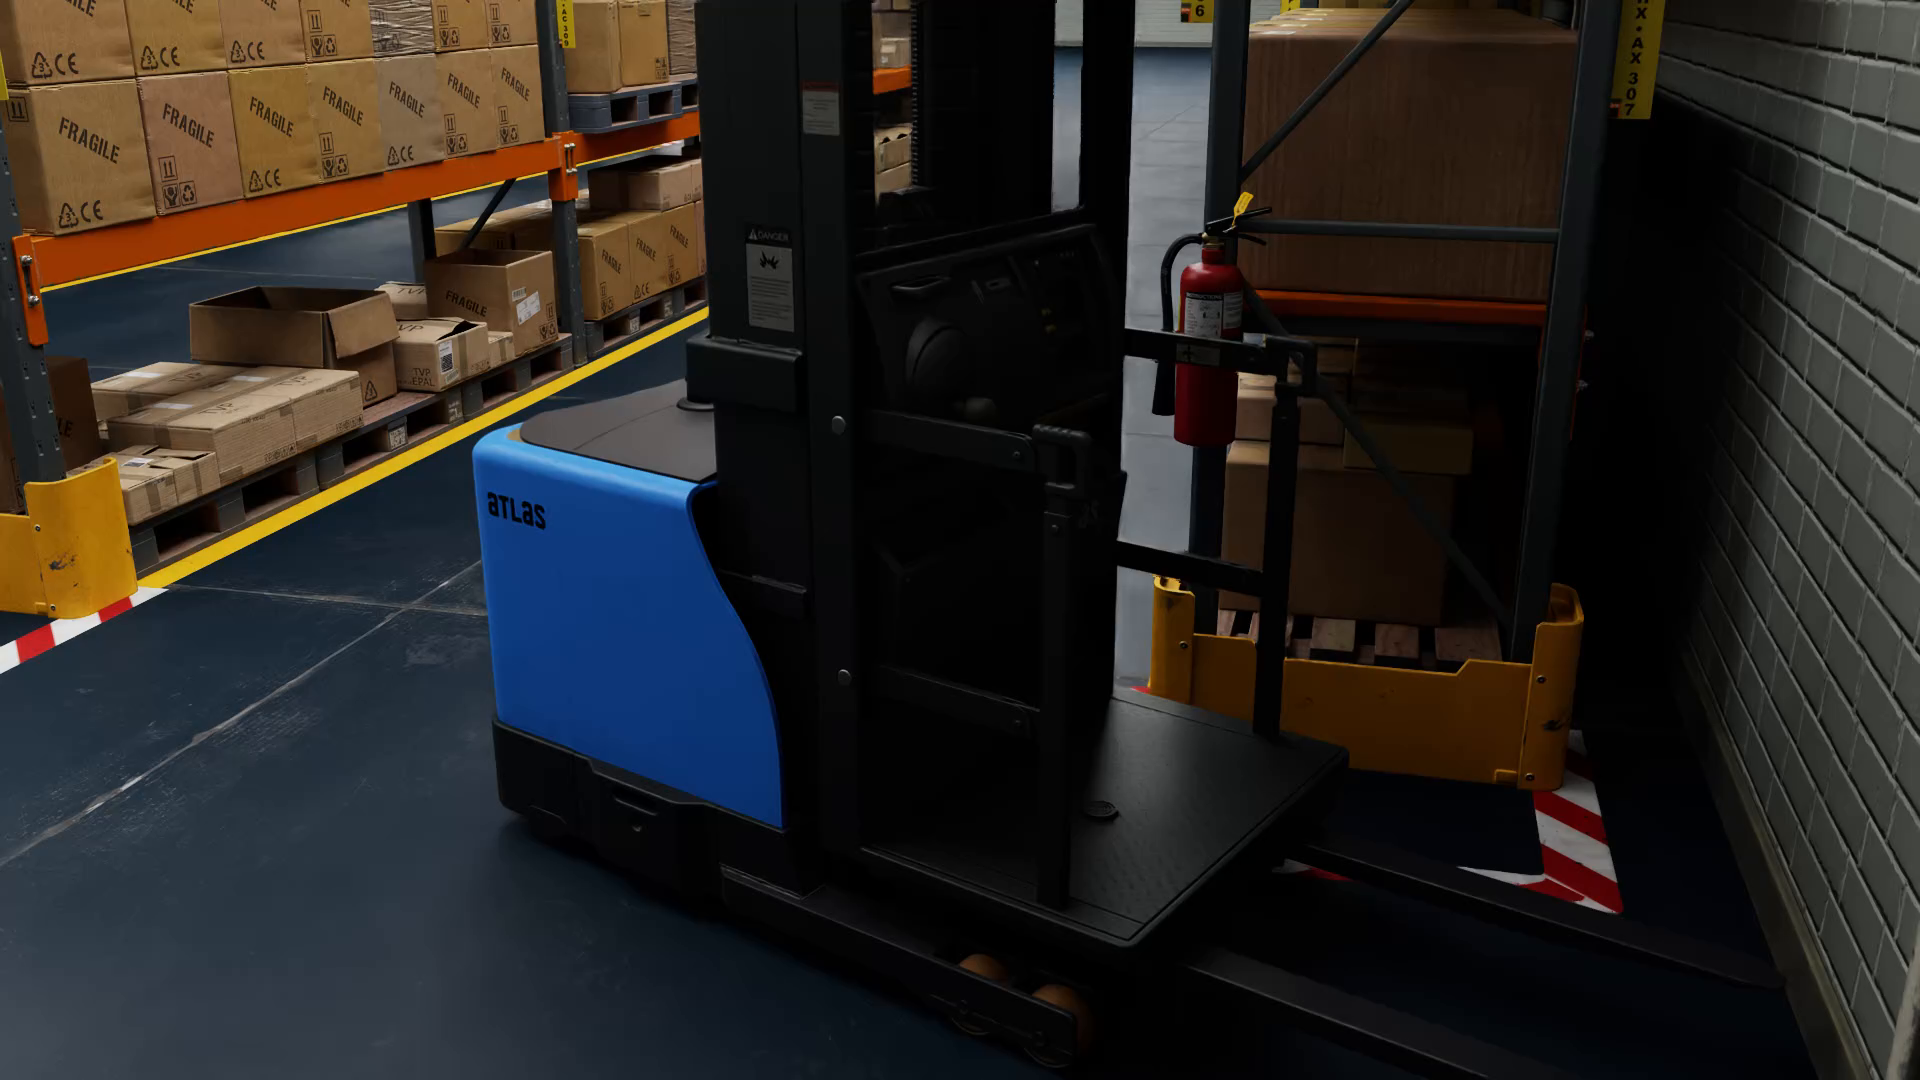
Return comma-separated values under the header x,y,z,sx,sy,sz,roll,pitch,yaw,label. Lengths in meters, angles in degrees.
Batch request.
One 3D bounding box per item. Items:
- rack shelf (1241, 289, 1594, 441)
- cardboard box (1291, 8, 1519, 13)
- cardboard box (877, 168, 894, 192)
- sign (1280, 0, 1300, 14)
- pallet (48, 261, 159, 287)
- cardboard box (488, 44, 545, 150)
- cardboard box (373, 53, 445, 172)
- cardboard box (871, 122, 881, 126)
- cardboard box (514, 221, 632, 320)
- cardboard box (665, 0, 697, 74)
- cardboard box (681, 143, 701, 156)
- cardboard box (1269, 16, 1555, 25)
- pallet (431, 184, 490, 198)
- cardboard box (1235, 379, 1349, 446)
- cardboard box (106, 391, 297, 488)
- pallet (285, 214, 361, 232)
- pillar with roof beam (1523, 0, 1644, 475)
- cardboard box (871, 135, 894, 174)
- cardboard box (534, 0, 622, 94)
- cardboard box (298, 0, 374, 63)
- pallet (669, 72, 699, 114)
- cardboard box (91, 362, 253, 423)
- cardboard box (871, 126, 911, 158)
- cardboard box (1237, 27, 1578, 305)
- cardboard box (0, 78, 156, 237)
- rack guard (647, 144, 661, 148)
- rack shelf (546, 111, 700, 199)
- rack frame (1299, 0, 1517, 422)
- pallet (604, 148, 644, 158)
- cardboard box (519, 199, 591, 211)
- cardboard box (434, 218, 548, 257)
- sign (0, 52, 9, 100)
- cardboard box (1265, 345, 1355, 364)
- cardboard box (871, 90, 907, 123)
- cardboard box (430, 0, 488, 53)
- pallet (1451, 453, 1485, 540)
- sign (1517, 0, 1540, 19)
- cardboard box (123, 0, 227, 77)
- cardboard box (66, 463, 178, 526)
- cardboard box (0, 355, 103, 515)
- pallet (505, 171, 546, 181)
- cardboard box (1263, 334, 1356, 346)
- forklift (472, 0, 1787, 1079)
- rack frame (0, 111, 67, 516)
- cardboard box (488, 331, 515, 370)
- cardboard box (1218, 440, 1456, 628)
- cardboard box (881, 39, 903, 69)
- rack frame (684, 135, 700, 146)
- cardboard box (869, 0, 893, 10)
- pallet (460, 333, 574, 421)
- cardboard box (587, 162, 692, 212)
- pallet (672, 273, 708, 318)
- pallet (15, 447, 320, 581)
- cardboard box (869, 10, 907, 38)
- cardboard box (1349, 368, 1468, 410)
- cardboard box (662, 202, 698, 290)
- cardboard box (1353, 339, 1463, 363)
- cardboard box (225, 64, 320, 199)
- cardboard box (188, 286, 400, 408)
x,y,z,sx,sy,sz,roll,pitch,yaw,label
1.648,-1.107,6.401,1.077,0.370,4.000,5,19,13,rack shelf
1.988,-2.047,7.577,0.980,0.700,0.700,5,19,14,cardboard box
-0.909,-3.238,15.132,0.500,0.250,0.500,5,20,14,cardboard box
1.608,-2.624,8.062,0.100,0.325,0.005,5,19,13,sign
-6.945,-2.159,12.682,1.003,0.211,1.213,5,19,13,pallet
-2.541,-2.335,8.727,0.500,0.500,0.500,5,19,14,cardboard box
-2.789,-2.012,7.782,0.500,0.500,0.500,5,20,15,cardboard box
-1.056,-4.025,16.567,0.500,0.311,0.500,5,19,14,cardboard box
-2.314,-1.622,9.982,0.500,0.500,0.500,4,19,11,cardboard box
-2.144,-3.486,11.449,0.700,0.500,0.500,9,21,24,cardboard box
-1.701,-2.768,12.179,0.500,0.250,0.500,5,20,15,cardboard box
1.636,-1.590,6.238,0.980,0.700,0.700,4,19,11,cardboard box
-5.670,-3.795,17.472,1.003,0.211,1.213,5,19,13,pallet
1.088,-0.425,5.506,0.380,0.149,0.250,4,19,13,cardboard box
-3.115,-0.422,6.856,0.500,0.250,0.500,5,19,13,cardboard box
-6.266,-3.030,15.233,1.003,0.211,1.213,5,19,13,pallet
-1.370,-4.965,7.303,9.100,9.000,0.400,5,19,13,pillar with roof beam
-0.906,-3.508,15.054,0.500,0.311,0.500,4,19,13,cardboard box
-2.335,-2.841,9.560,0.700,0.500,0.500,-2,19,-5,cardboard box
-2.911,-2.329,7.165,0.500,0.500,0.500,4,19,13,cardboard box
-2.161,-3.017,11.177,1.003,0.211,1.213,5,19,13,pallet
-3.490,-0.603,7.385,0.500,0.250,0.500,5,19,13,cardboard box
-0.655,-3.821,15.972,0.500,0.311,0.500,5,20,15,cardboard box
1.274,-1.123,4.871,0.980,0.700,0.700,6,20,16,cardboard box
-3.281,-1.376,5.921,0.500,0.500,0.500,5,20,15,cardboard box
-4.511,-5.407,21.745,1.175,0.500,0.348,5,19,13,rack guard
-2.179,-2.751,11.213,1.077,0.370,4.000,5,19,13,rack shelf
2.136,-2.074,8.120,1.000,3.000,0.127,5,19,13,rack frame
-4.715,-5.016,21.048,1.003,0.211,1.213,5,19,13,pallet
-2.574,-1.978,11.025,0.500,0.500,0.500,5,19,14,cardboard box
-2.825,-1.667,10.113,0.500,0.500,0.500,5,19,13,cardboard box
-3.119,-1.577,5.326,0.100,0.325,0.005,5,19,13,sign
1.601,-0.546,6.862,0.700,0.500,0.500,5,20,15,cardboard box
-0.679,-4.542,17.790,0.500,0.500,0.500,5,19,13,cardboard box
-2.663,-2.645,8.089,0.500,0.500,0.500,4,19,12,cardboard box
1.579,-0.139,6.768,1.003,0.211,1.213,5,19,13,pallet
2.675,-2.478,7.840,0.100,0.325,0.005,5,19,13,sign
-3.161,-2.014,6.241,0.500,0.500,0.500,5,19,14,cardboard box
-3.210,-0.174,6.285,0.380,0.149,0.250,5,19,13,cardboard box
-3.751,-0.426,6.480,0.500,0.500,0.500,5,19,13,cardboard box
-5.311,-4.252,18.809,1.003,0.211,1.213,5,19,13,pallet
1.466,-0.914,6.937,0.380,0.149,0.250,4,19,12,cardboard box
0.261,-0.482,3.565,3.031,2.935,1.130,13,23,33,forklift
-3.645,-1.210,5.591,1.000,3.000,0.127,5,19,13,rack frame
-2.566,-1.000,8.705,0.380,0.149,0.250,5,19,13,cardboard box
1.233,-0.064,5.451,0.700,0.500,0.500,5,19,13,cardboard box
-0.750,-4.618,15.775,0.396,0.266,0.258,4,19,12,cardboard box
-1.691,-3.718,12.932,1.000,3.000,0.127,5,19,13,rack frame
-0.855,-5.428,16.781,0.380,0.149,0.250,5,19,13,cardboard box
-2.837,-0.929,9.082,1.003,0.211,1.213,5,19,13,pallet
-2.069,-2.290,10.778,0.500,0.250,0.500,5,19,13,cardboard box
-2.210,-1.786,11.590,1.003,0.211,1.213,5,19,13,pallet
-3.433,-0.165,6.843,1.003,0.211,1.213,5,19,13,pallet
-0.611,-5.159,16.995,0.700,0.500,0.500,4,19,12,cardboard box
1.520,-0.474,5.650,0.380,0.149,0.250,5,19,14,cardboard box
-2.065,-1.946,10.931,0.500,0.500,0.500,5,19,14,cardboard box
1.643,-0.633,6.113,0.380,0.149,0.250,5,19,14,cardboard box
-3.035,-1.695,6.856,0.500,0.500,0.500,5,19,13,cardboard box
-3.122,-0.902,7.869,0.797,0.503,0.637,5,19,13,cardboard box
